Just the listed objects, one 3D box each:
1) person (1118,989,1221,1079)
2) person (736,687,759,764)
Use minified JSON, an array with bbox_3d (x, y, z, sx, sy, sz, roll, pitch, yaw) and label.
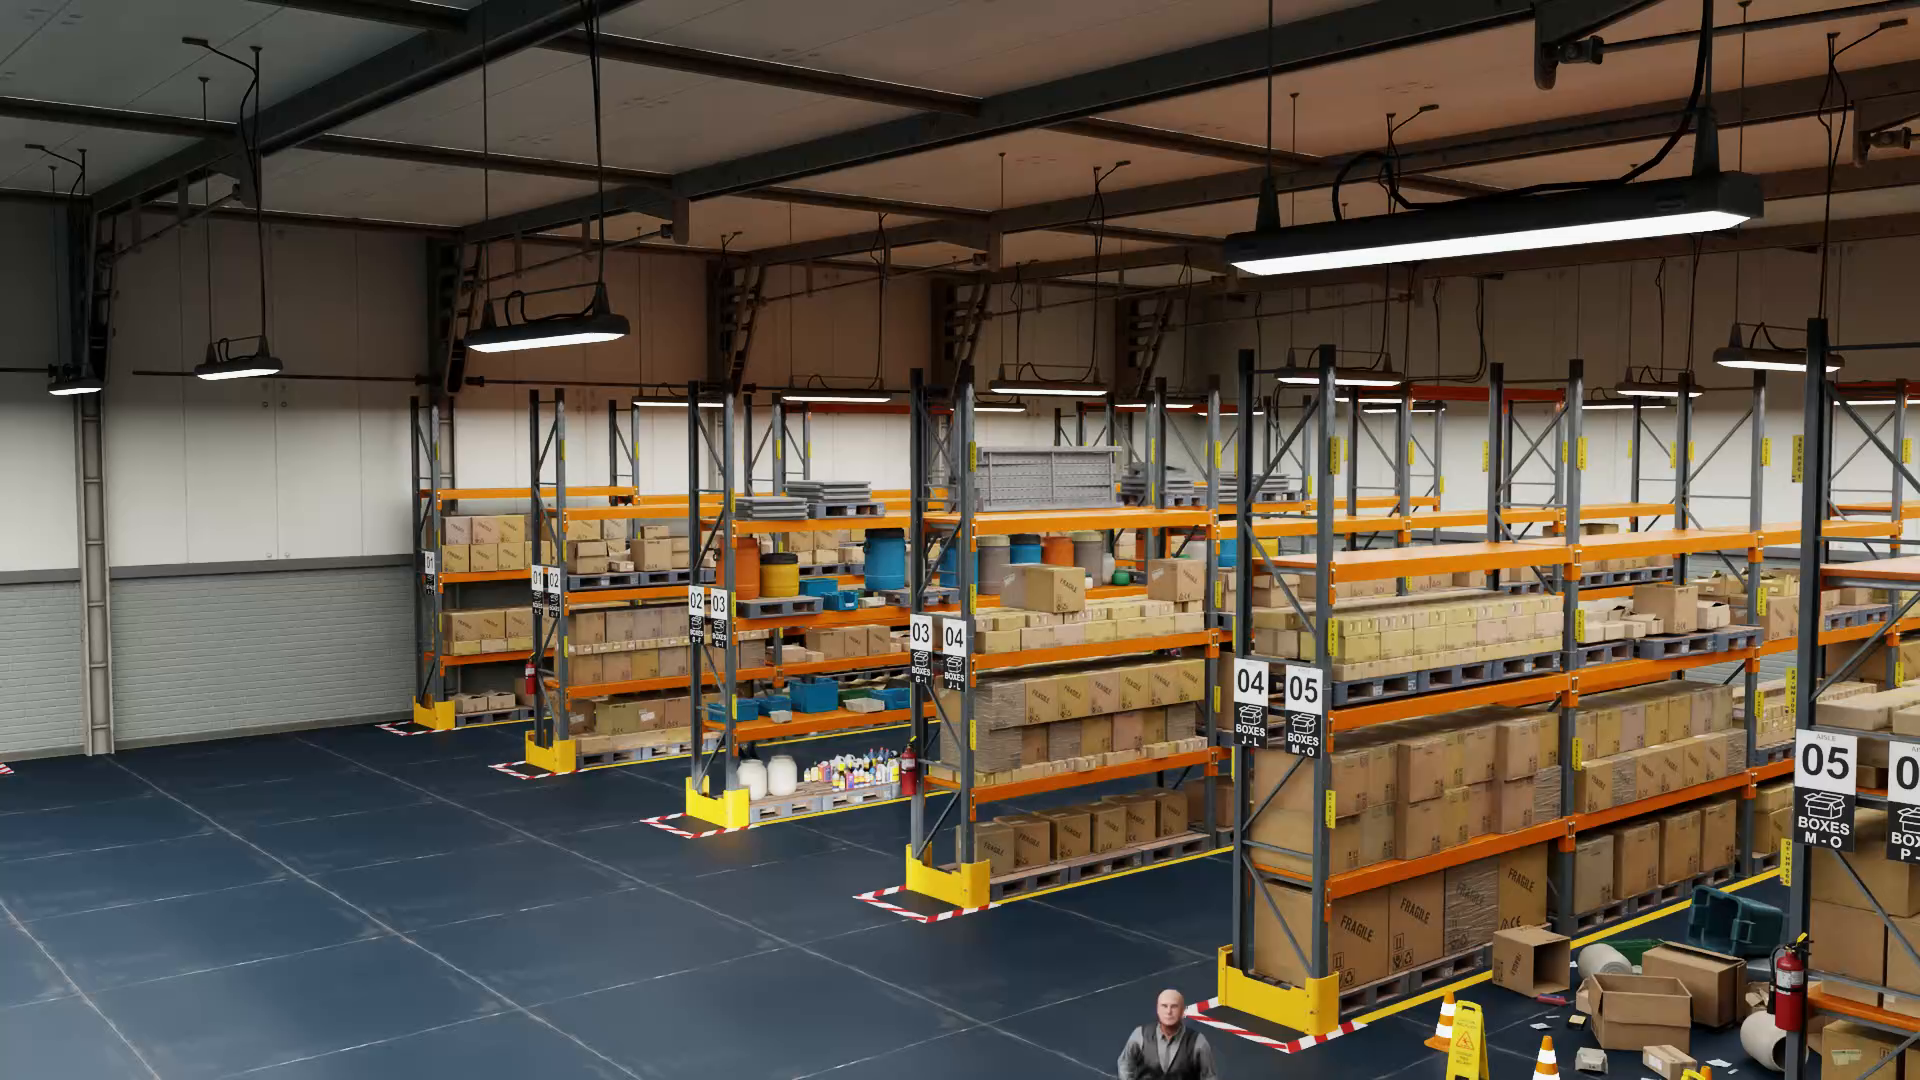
[{"bbox_3d":[1.325,3.707,10.633,0.671,1.675,0.584,1,3,13],"label":"person"},{"bbox_3d":[-3.365,2.925,25.548,0.569,1.436,0.869,1,4,24],"label":"person"}]
